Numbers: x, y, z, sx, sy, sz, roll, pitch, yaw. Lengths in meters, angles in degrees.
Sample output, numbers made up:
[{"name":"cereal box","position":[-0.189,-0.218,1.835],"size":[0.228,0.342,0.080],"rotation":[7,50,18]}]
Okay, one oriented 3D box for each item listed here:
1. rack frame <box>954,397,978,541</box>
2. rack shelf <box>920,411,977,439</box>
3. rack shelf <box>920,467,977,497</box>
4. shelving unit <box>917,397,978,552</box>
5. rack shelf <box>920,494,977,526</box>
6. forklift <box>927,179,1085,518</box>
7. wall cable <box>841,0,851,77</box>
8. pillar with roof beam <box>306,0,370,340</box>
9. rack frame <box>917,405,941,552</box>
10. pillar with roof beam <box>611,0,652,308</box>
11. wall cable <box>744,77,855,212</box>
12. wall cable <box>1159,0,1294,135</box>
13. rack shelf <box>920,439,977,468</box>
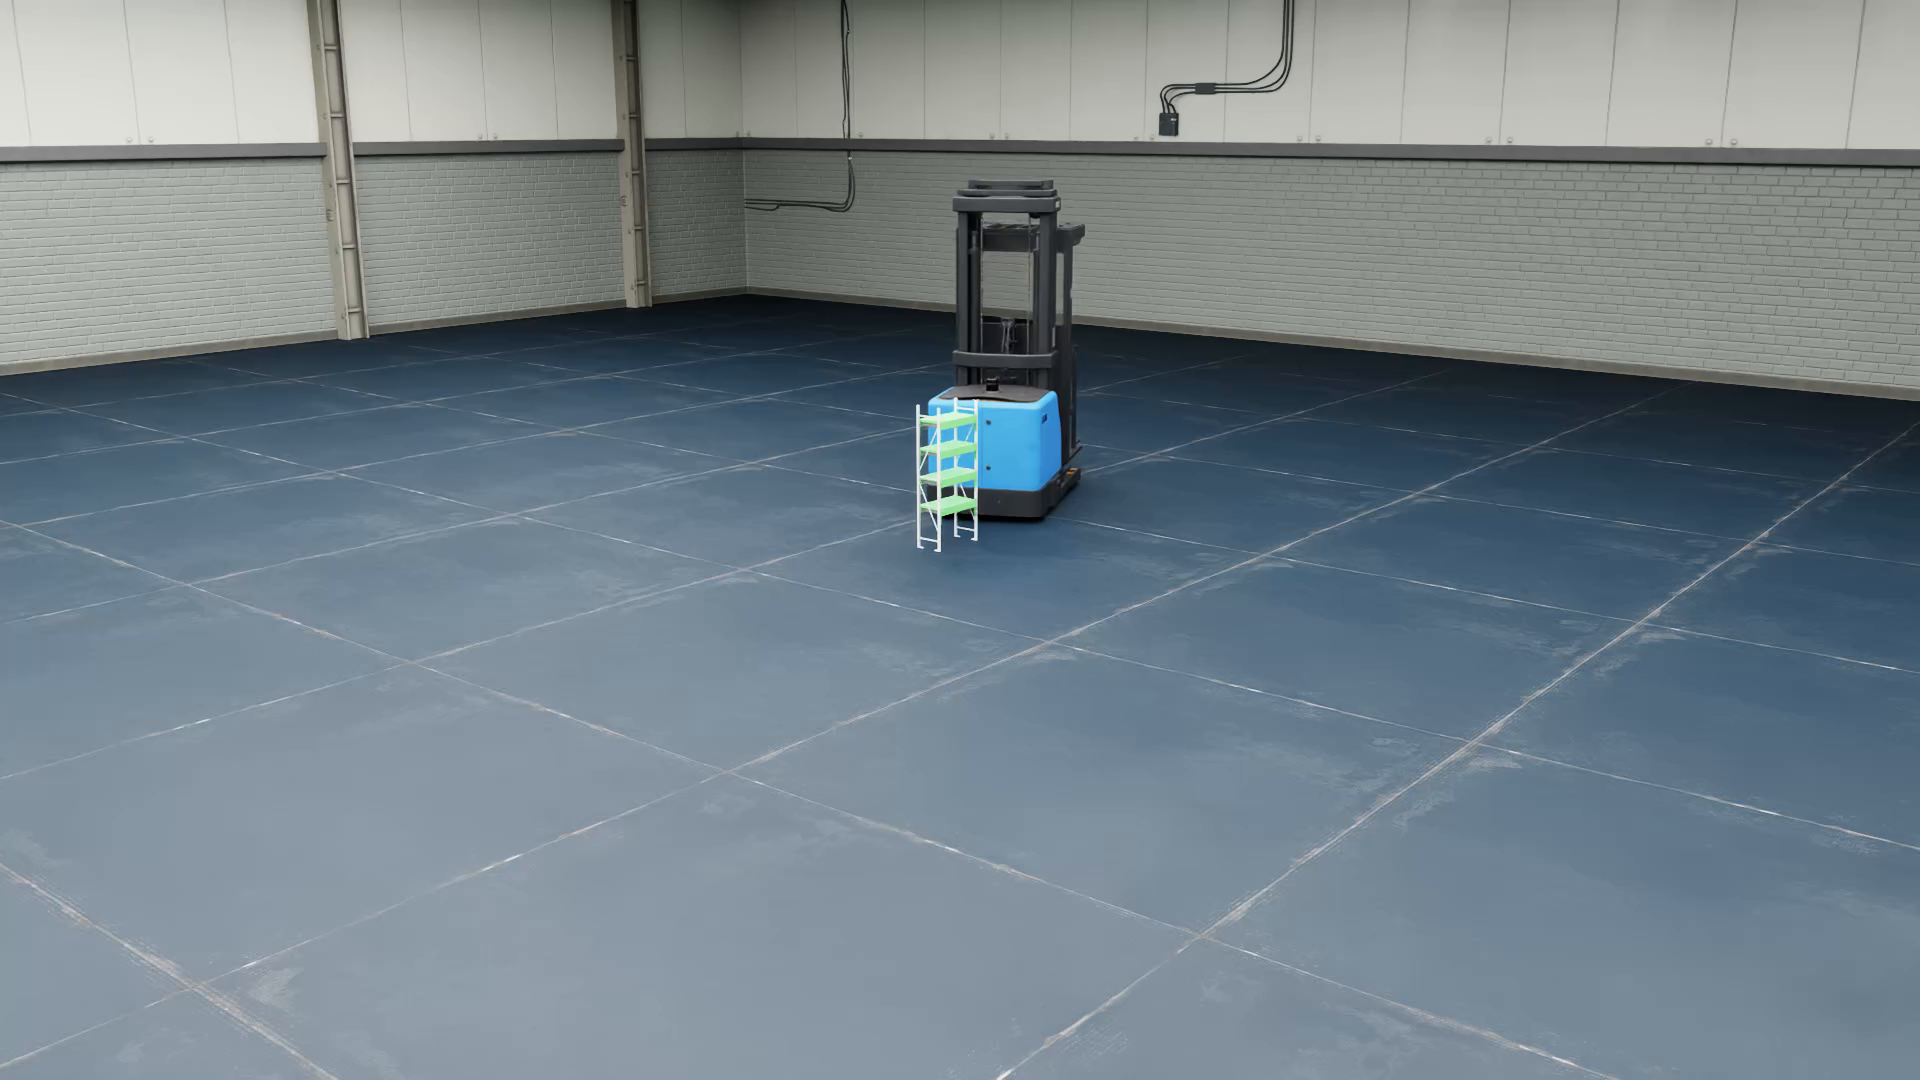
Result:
[{"name":"rack frame","position":[0.049,-0.597,14.034],"size":[0.240,1.200,0.015],"rotation":[11,18,38]},{"name":"rack shelf","position":[-0.104,-0.953,13.748],"size":[0.258,0.148,0.480],"rotation":[11,18,38]},{"name":"rack shelf","position":[-0.104,-0.488,13.866],"size":[0.258,0.148,0.480],"rotation":[11,18,38]},{"name":"shelving unit","position":[-0.104,-0.550,13.850],"size":[0.258,1.200,0.503],"rotation":[11,18,38]},{"name":"rack shelf","position":[-0.104,-0.255,13.925],"size":[0.258,0.148,0.480],"rotation":[11,18,38]},{"name":"forklift","position":[0.560,-1.933,15.780],"size":[1.130,2.935,3.031],"rotation":[4,15,14]},{"name":"wall cable","position":[-1.113,-9.681,30.003],"size":[3.097,2.526,0.112],"rotation":[11,18,38]},{"name":"pillar with roof beam","position":[-6.520,-6.982,23.330],"size":[9.100,9.000,0.400],"rotation":[11,18,38]},{"name":"rack frame","position":[-0.257,-0.503,13.666],"size":[0.240,1.200,0.015],"rotation":[11,18,38]},{"name":"pillar with roof beam","position":[-2.749,-8.131,27.853],"size":[9.100,9.000,0.400],"rotation":[11,18,38]},{"name":"wall cable","position":[-3.218,-7.652,32.273],"size":[3.097,2.526,0.112],"rotation":[11,18,38]},{"name":"wall cable","position":[4.156,-9.333,25.677],"size":[2.305,6.003,0.169],"rotation":[11,18,38]},{"name":"rack shelf","position":[-0.104,-0.721,13.807],"size":[0.258,0.148,0.480],"rotation":[11,18,38]}]
